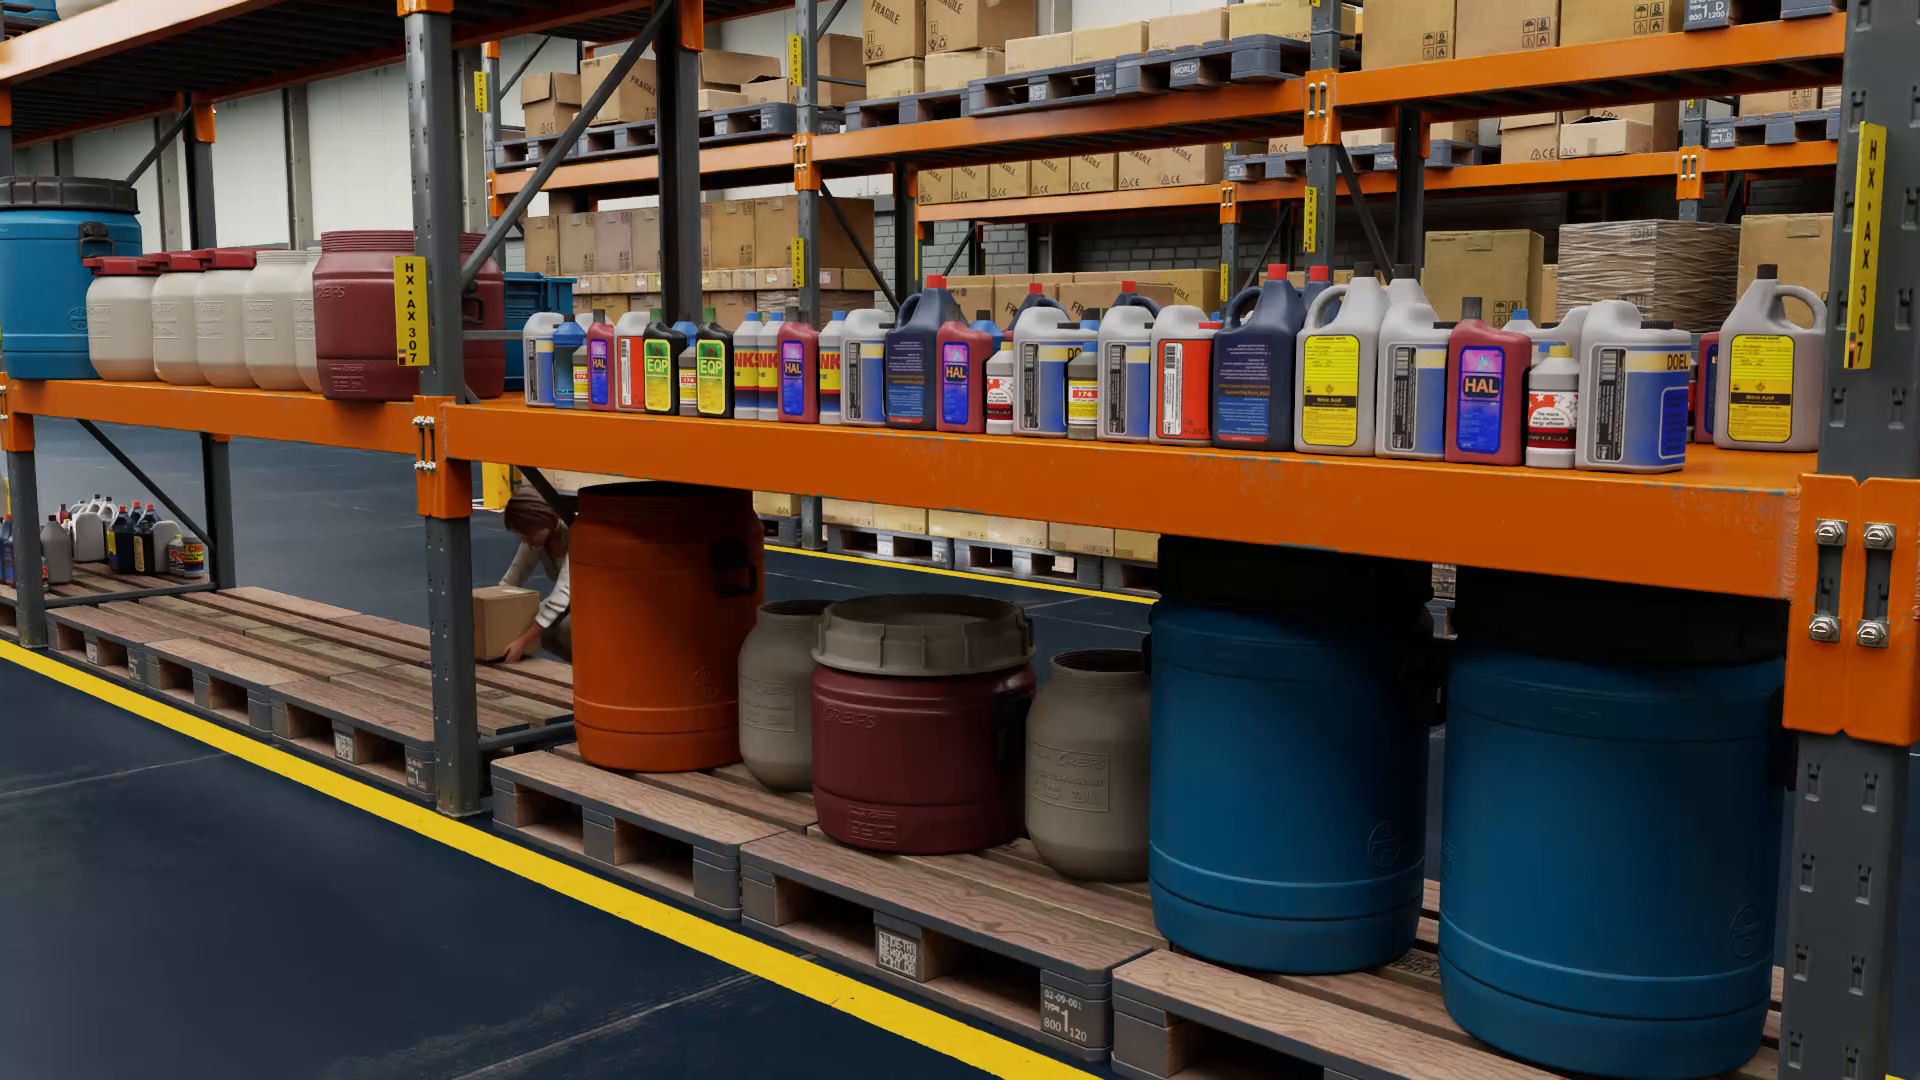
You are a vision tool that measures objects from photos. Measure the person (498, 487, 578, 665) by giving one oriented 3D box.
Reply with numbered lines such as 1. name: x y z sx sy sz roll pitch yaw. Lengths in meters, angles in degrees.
1. person: -1.639 0.220 6.932 0.506 0.887 0.807 7 10 43
